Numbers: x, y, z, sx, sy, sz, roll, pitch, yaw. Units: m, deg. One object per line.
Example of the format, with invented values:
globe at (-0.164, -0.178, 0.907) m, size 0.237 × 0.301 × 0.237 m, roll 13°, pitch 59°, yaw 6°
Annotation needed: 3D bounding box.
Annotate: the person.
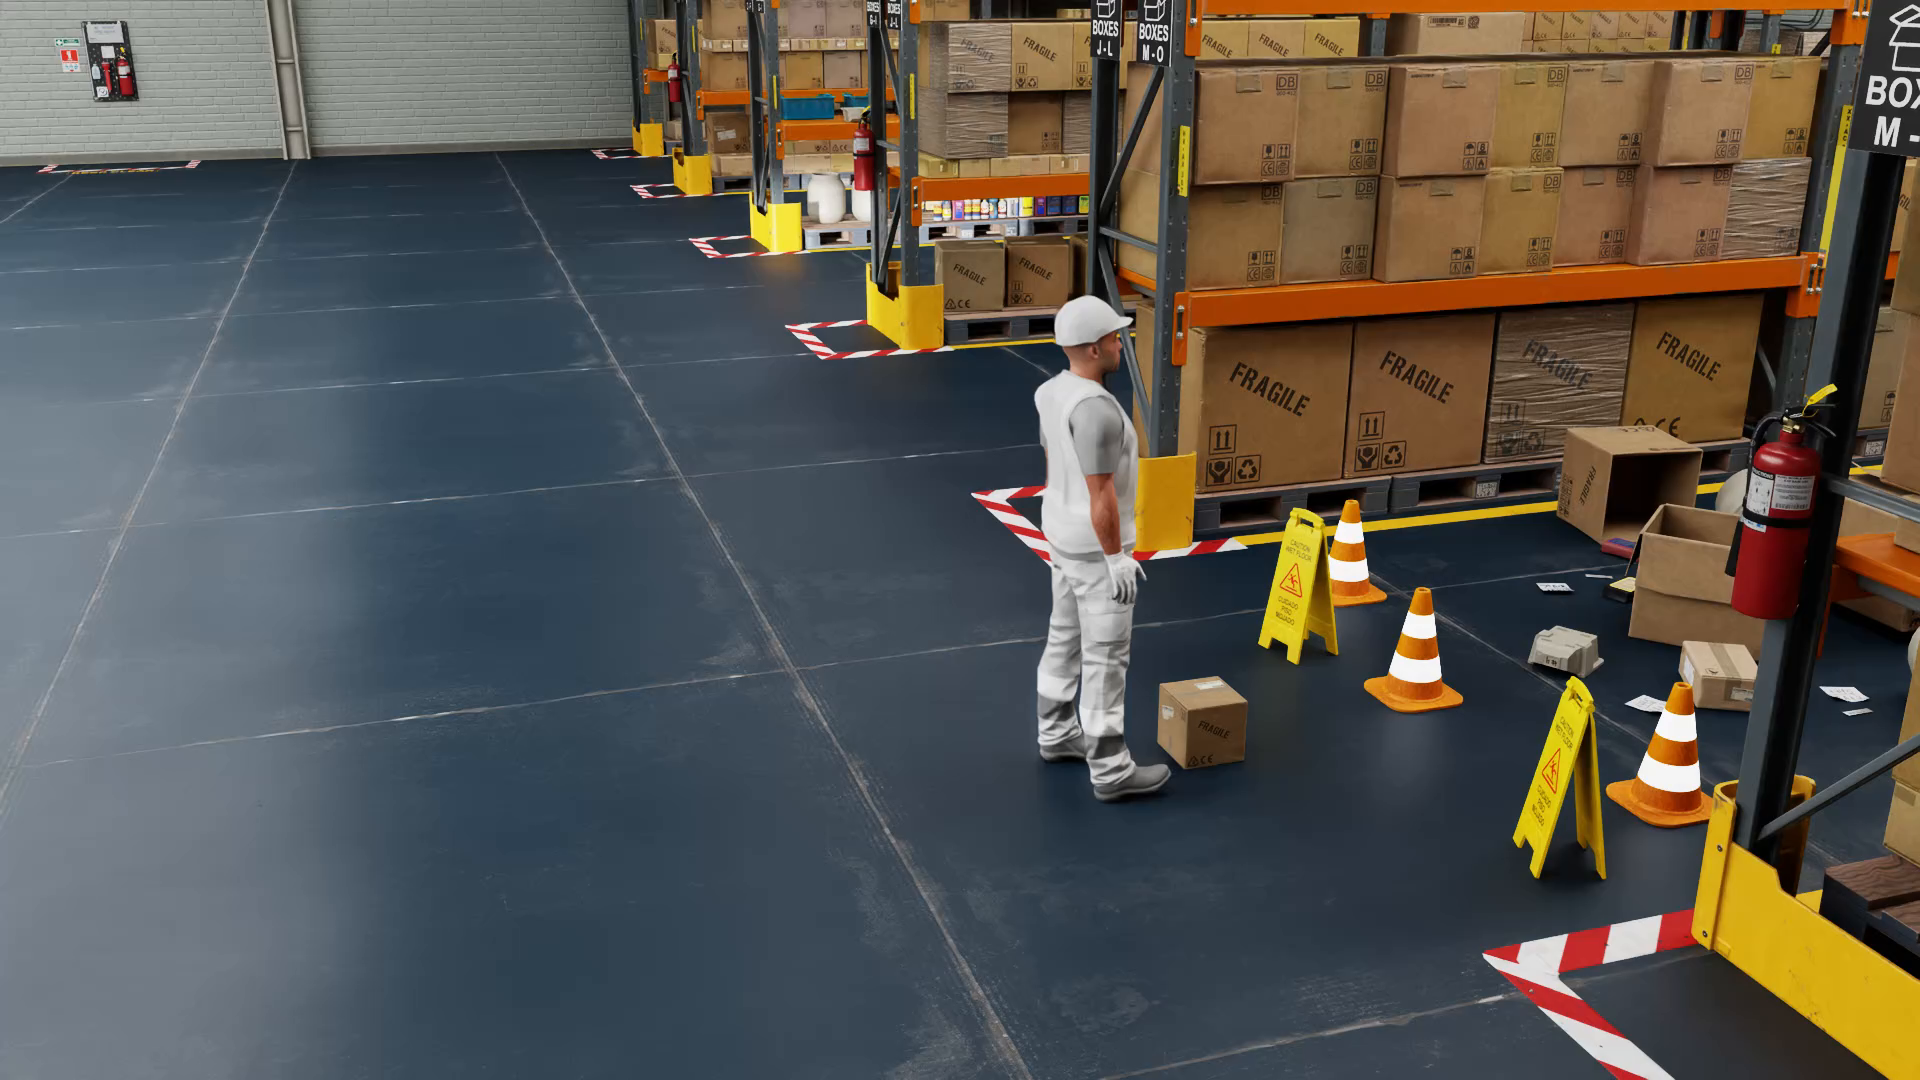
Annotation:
person at (0.513, 0.013, 5.975) m, size 0.440 × 1.793 × 0.576 m, roll -4°, pitch 19°, yaw -12°
